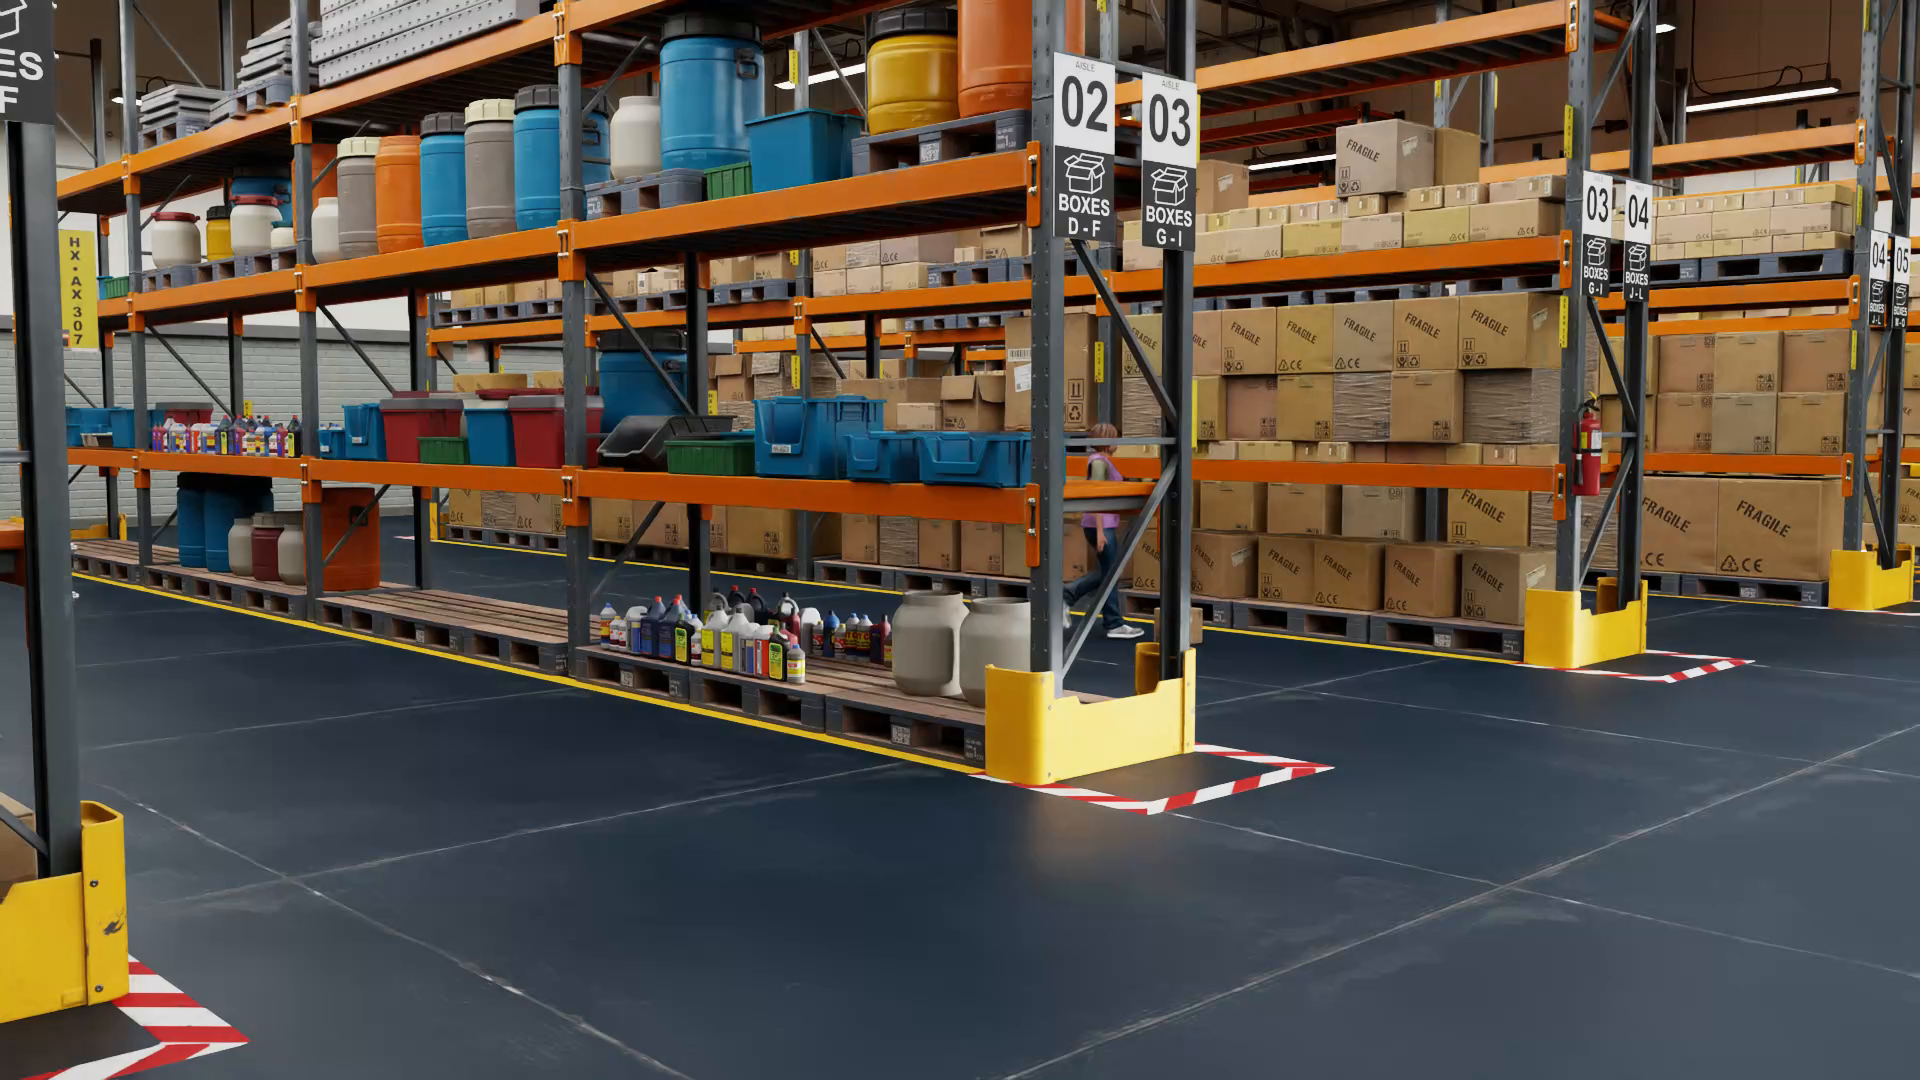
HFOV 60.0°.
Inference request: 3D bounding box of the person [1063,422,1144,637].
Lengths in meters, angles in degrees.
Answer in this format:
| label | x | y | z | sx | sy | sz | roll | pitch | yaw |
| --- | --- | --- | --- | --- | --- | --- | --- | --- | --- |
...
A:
| label | x | y | z | sx | sy | sz | roll | pitch | yaw |
| --- | --- | --- | --- | --- | --- | --- | --- | --- | --- |
| person | 1.027 | -0.072 | 12.214 | 0.664 | 1.563 | 0.466 | 0 | 4 | 4 |
